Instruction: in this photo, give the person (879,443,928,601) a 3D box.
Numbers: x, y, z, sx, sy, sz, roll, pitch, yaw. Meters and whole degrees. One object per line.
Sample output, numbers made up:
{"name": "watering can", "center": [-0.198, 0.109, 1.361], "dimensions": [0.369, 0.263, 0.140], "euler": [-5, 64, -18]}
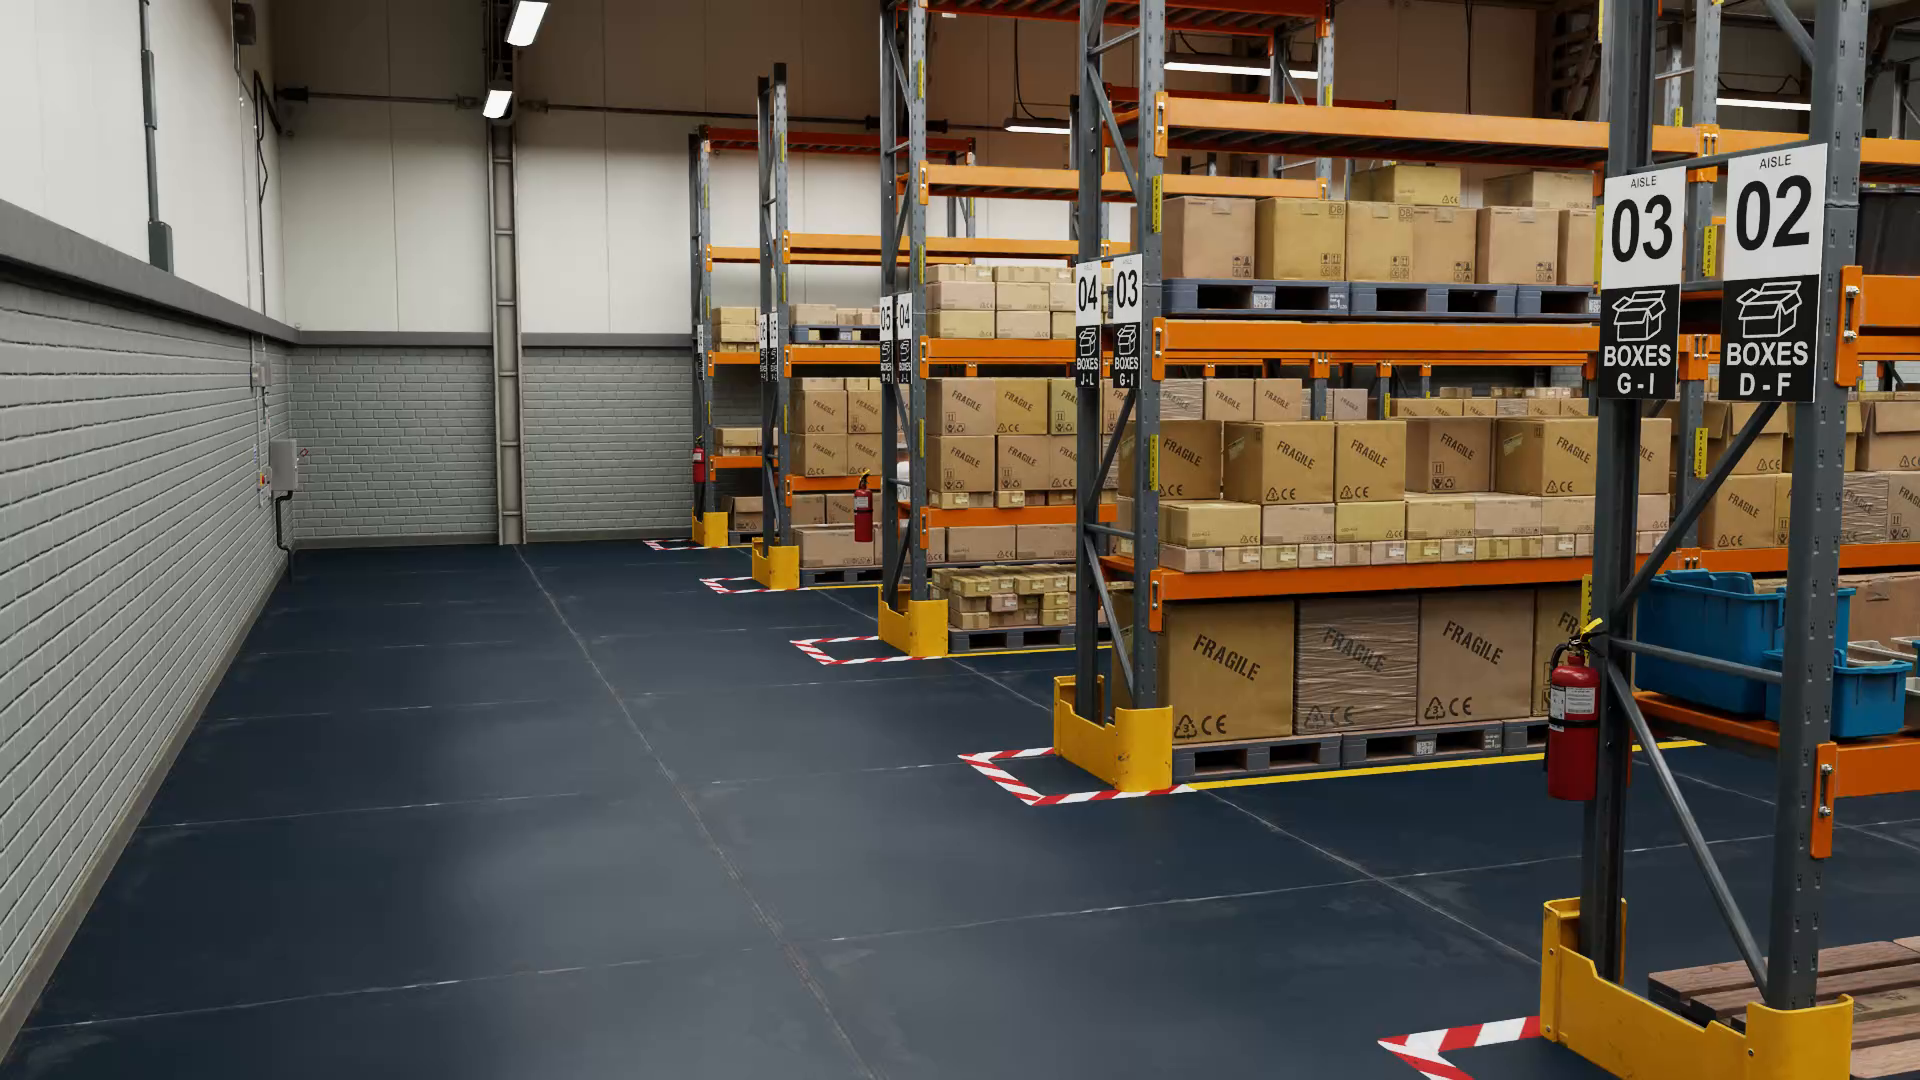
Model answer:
{"name": "person", "center": [-0.604, -0.177, 18.064], "dimensions": [0.597, 1.747, 0.480], "euler": [-2, 6, -22]}
